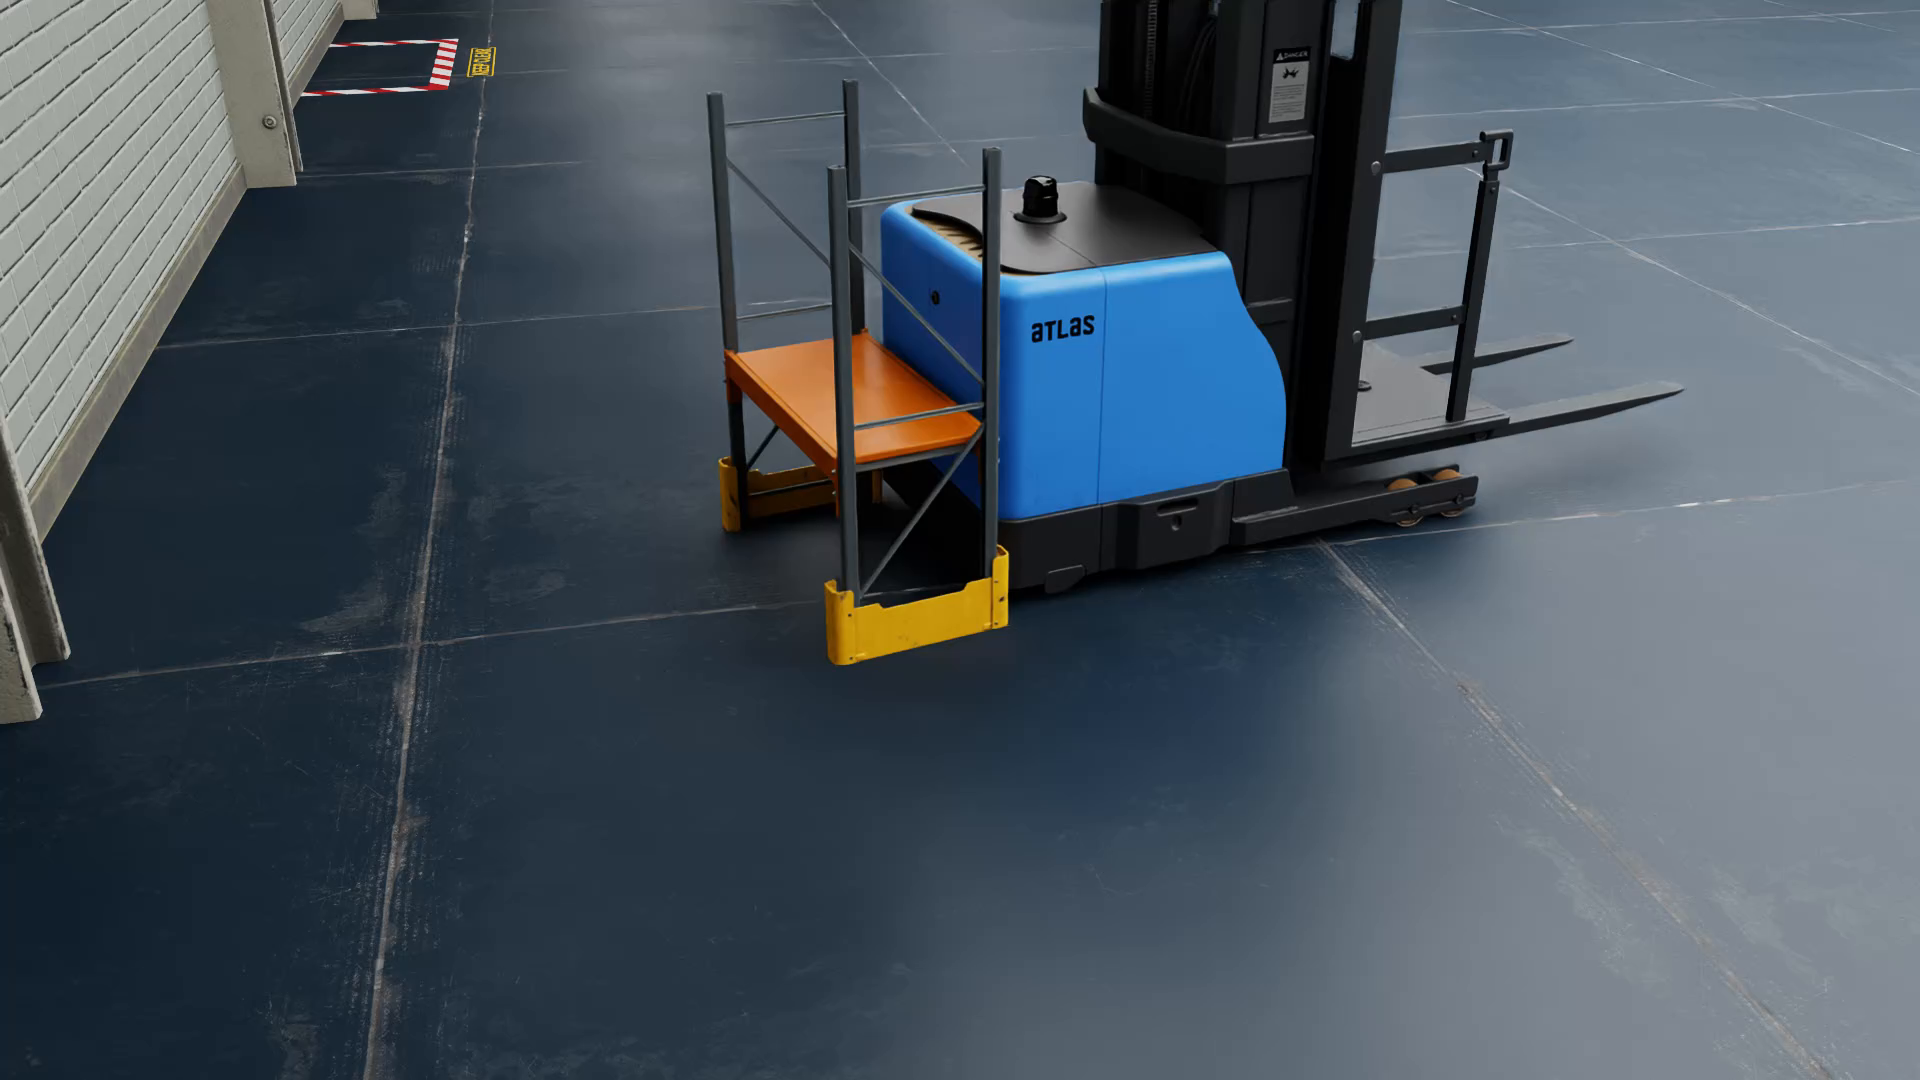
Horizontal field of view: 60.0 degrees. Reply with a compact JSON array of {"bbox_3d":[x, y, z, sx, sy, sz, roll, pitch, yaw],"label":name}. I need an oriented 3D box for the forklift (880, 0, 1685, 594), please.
[{"bbox_3d":[1.280,-1.560,5.589,3.031,2.935,1.130,-11,29,-21],"label":"forklift"}]

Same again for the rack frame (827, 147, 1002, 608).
[{"bbox_3d":[-0.118,-0.353,4.785,0.500,1.500,0.032,-12,29,-23],"label":"rack frame"}]

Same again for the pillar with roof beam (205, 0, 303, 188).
[{"bbox_3d":[0.020,-6.648,8.935,9.100,9.000,0.400,-6,27,-12],"label":"pillar with roof beam"}]

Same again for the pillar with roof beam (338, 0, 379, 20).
[{"bbox_3d":[-1.332,-9.282,14.154,9.100,9.000,0.400,-6,27,-12],"label":"pillar with roof beam"}]

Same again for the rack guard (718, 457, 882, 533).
[{"bbox_3d":[-0.558,-0.207,5.884,0.587,0.250,0.087,-12,29,-23],"label":"rack guard"}]

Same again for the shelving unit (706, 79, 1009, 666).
[{"bbox_3d":[-0.342,-0.563,5.201,0.587,1.500,1.083,-12,29,-23],"label":"shelving unit"}]

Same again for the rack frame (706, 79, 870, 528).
[{"bbox_3d":[-0.559,-0.766,5.603,0.500,1.500,0.032,-12,29,-23],"label":"rack frame"}]

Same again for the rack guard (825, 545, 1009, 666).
[{"bbox_3d":[-0.126,0.197,5.082,0.587,0.250,0.087,-12,29,-23],"label":"rack guard"}]

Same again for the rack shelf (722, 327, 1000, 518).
[{"bbox_3d":[-0.338,-0.399,5.275,0.538,0.185,1.000,-12,29,-23],"label":"rack shelf"}]
